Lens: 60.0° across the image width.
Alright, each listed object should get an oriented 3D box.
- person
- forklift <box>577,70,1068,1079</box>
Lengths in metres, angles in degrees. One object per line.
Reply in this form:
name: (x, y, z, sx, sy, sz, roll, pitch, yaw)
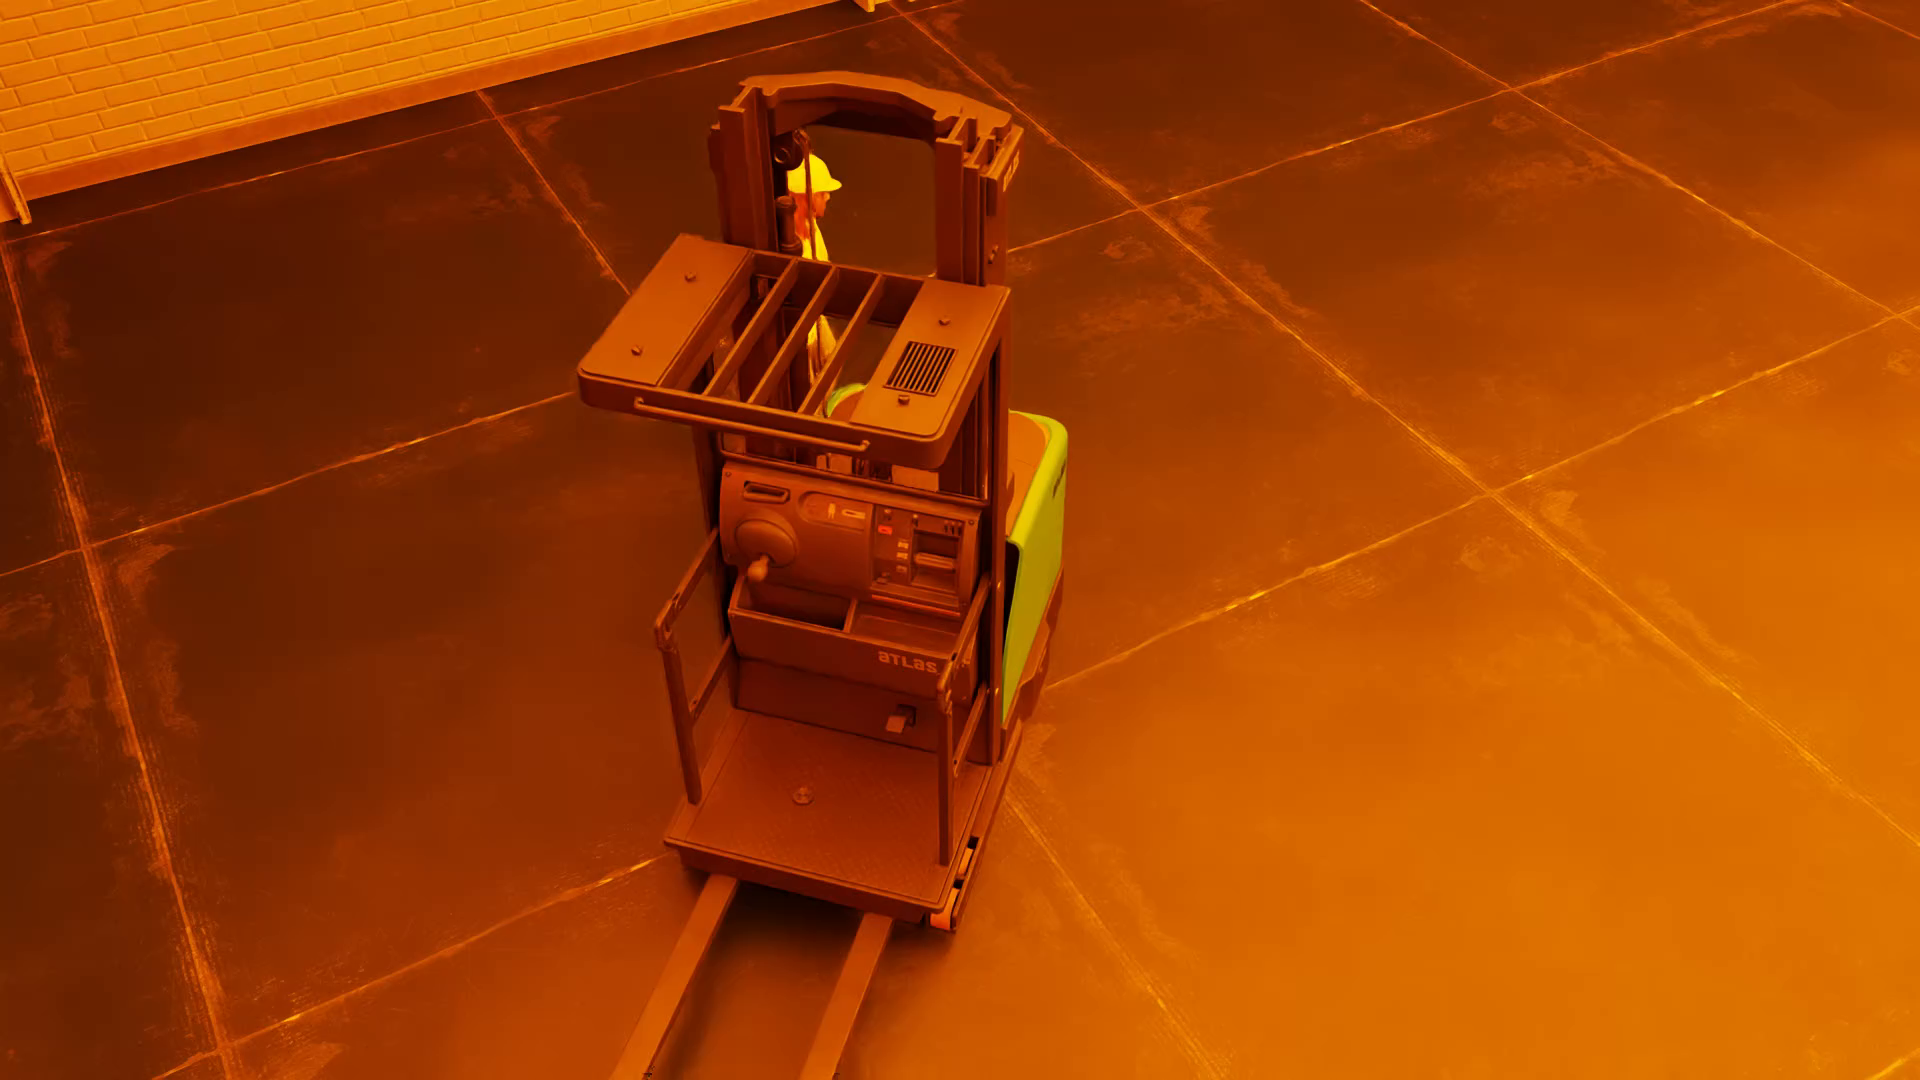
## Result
person: (-0.760, -0.976, 7.648, 0.471, 1.733, 0.893, 7, 43, 7)
forklift: (-0.449, 0.087, 5.603, 1.130, 2.935, 3.031, 11, 44, 12)
